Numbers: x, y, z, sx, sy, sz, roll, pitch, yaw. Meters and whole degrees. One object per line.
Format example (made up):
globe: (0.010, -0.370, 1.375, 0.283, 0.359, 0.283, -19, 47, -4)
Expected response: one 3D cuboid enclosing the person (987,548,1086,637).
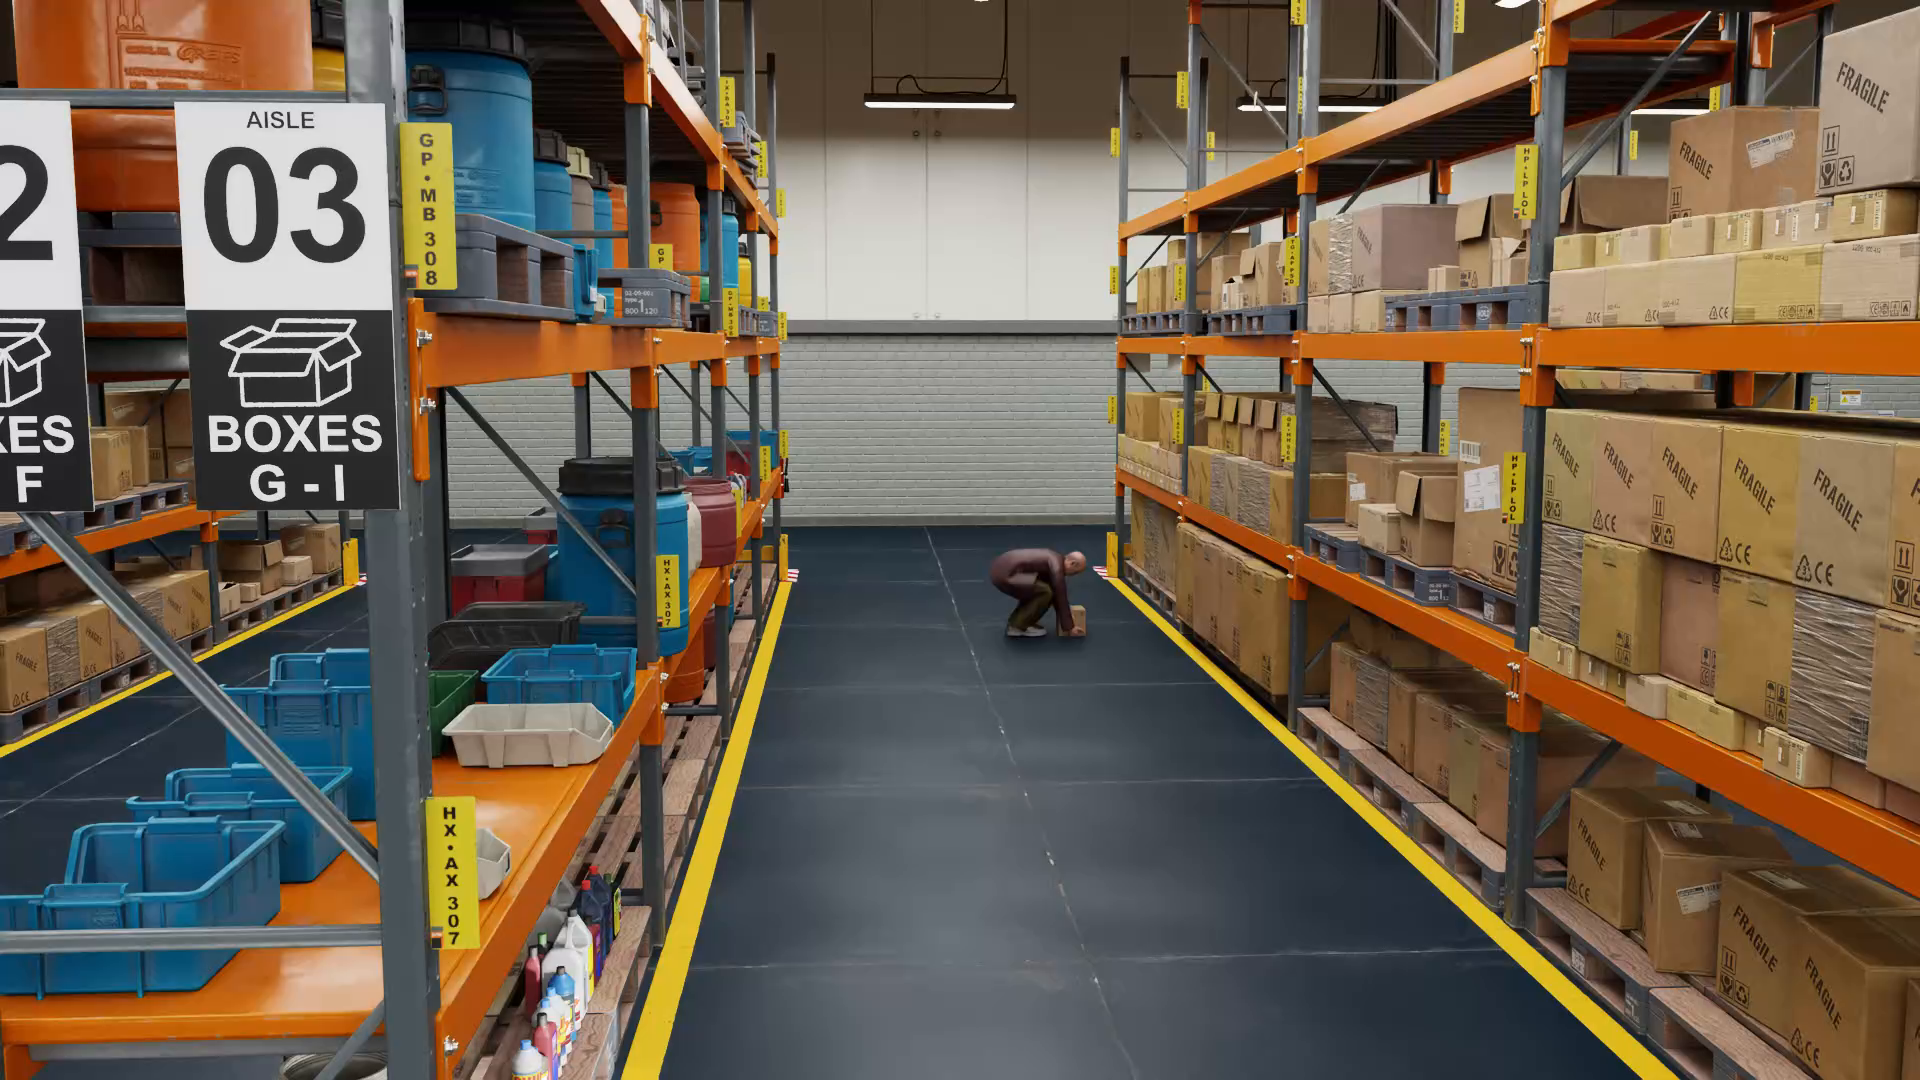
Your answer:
person: (0.732, 0.500, 15.742, 0.947, 0.838, 0.572, -1, 7, -5)
